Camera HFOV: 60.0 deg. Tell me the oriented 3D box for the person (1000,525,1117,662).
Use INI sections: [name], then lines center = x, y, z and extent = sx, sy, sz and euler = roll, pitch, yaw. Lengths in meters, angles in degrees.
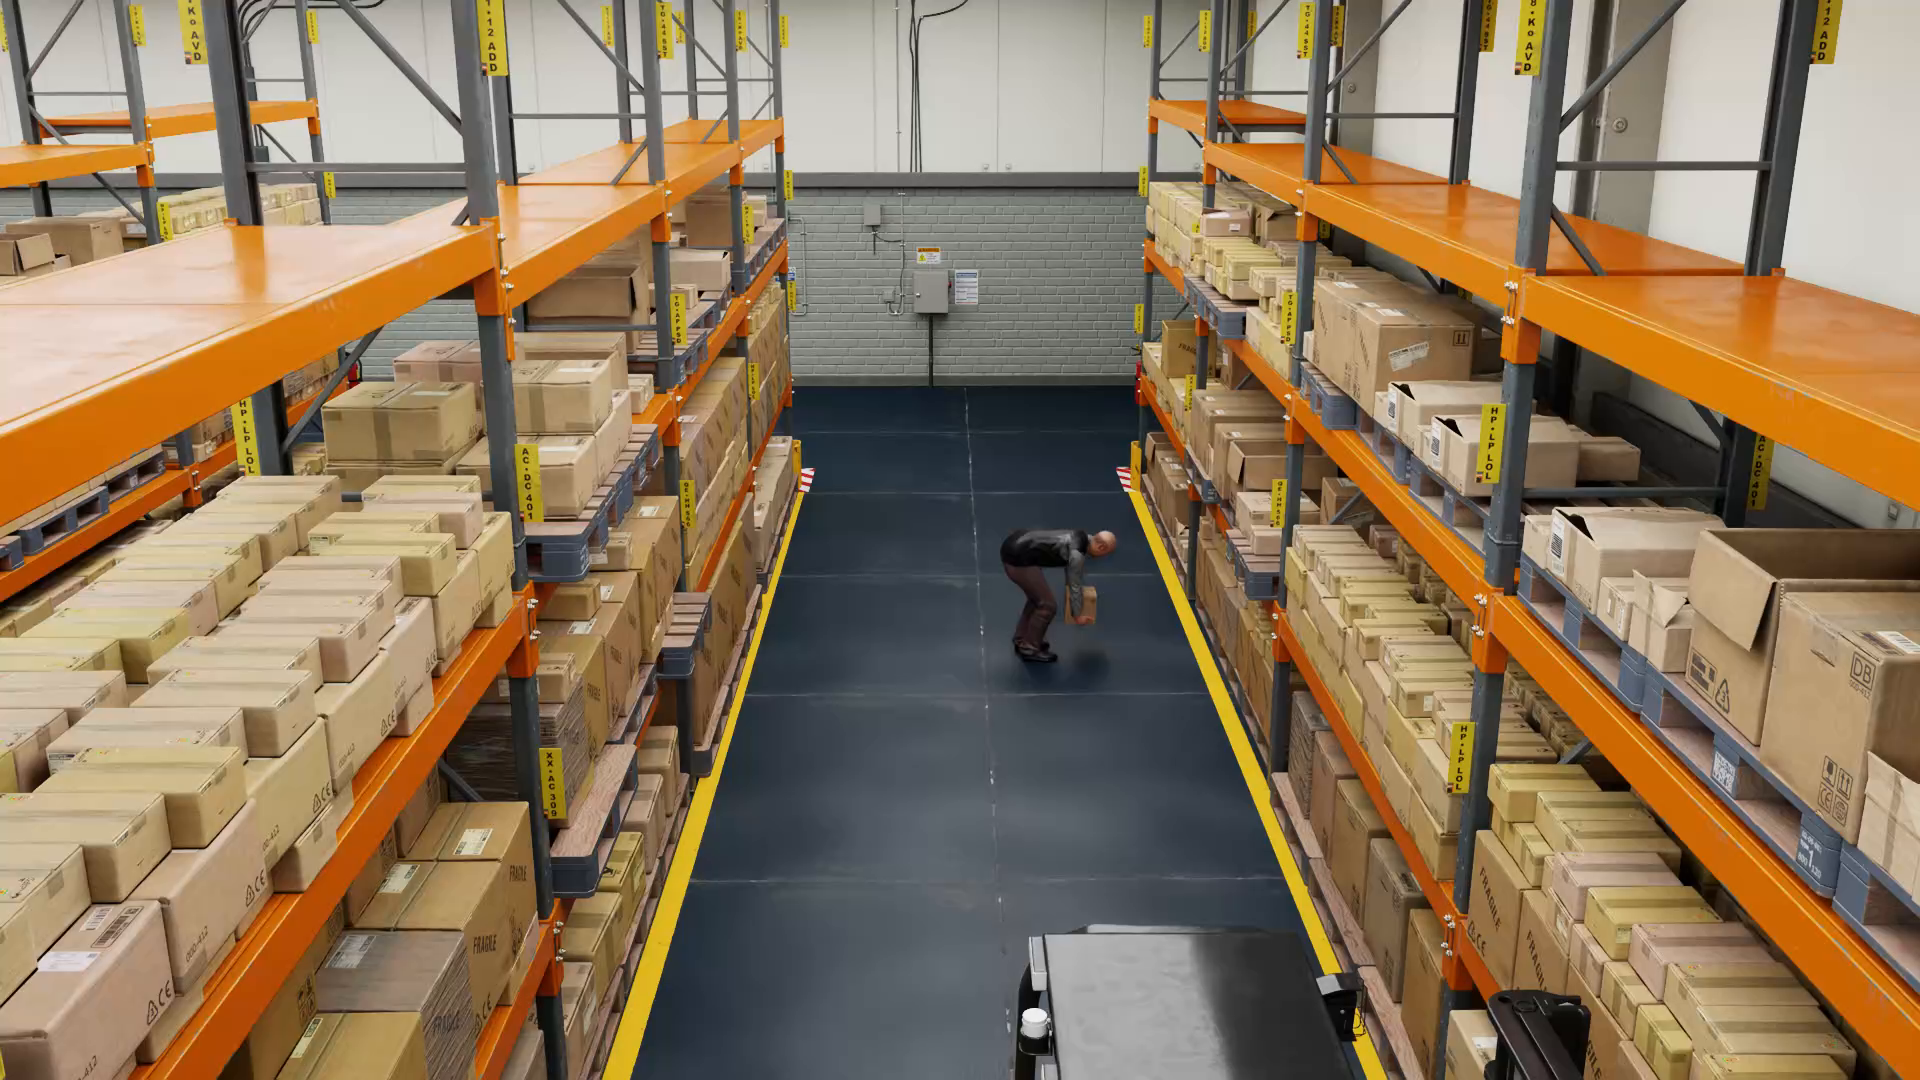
[person]
center = 0.812, 0.424, 13.808
extent = 0.959, 1.123, 0.460
euler = -1, 17, -3
